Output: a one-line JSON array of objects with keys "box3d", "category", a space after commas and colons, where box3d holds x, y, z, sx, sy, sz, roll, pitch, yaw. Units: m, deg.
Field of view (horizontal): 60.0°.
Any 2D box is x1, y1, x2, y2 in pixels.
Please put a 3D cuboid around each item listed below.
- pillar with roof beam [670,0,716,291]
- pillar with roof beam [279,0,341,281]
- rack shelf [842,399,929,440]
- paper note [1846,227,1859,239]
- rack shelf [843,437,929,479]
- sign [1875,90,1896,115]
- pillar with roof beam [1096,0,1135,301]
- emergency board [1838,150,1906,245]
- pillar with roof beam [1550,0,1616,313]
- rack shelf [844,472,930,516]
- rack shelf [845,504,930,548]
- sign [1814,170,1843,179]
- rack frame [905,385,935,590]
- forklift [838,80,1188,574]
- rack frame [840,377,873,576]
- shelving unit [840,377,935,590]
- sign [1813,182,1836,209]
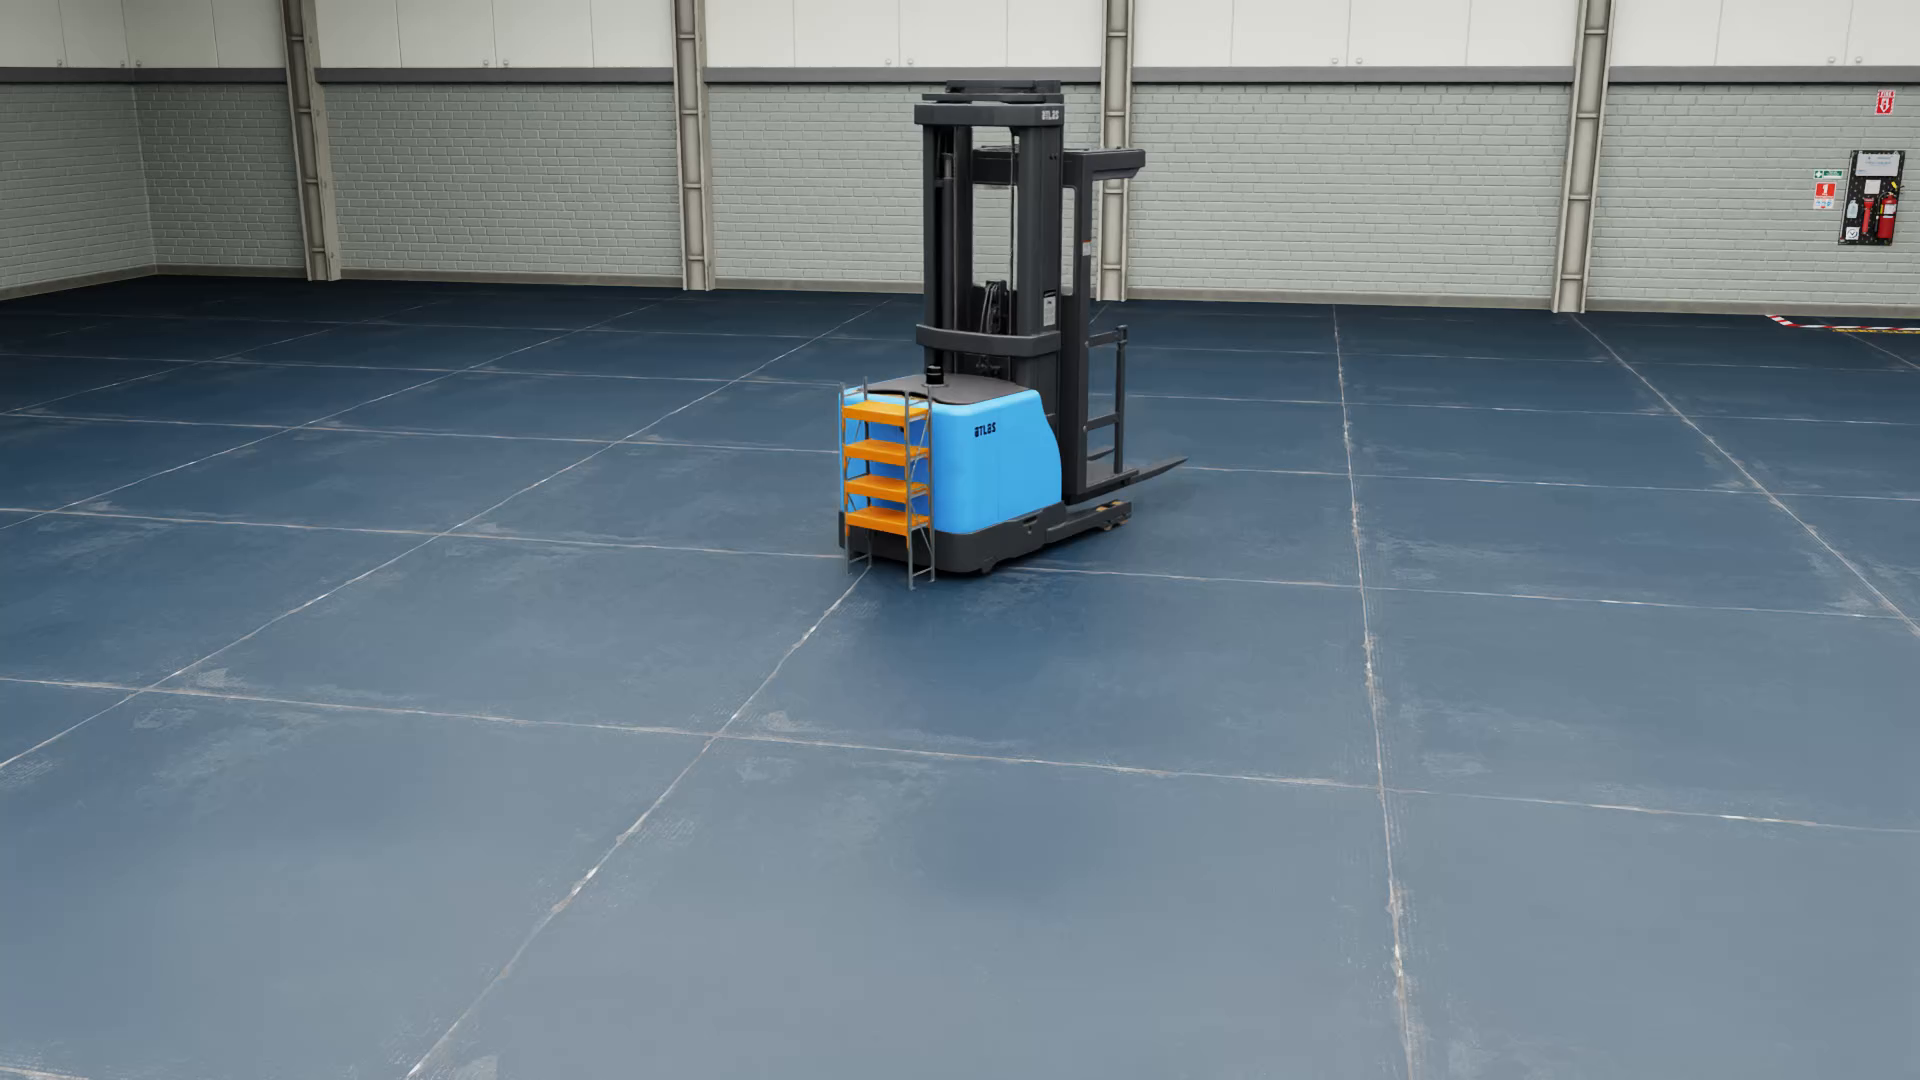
[{"box3d": [-4.641, -6.855, 18.882, 0.400, 9.000, 9.100, 3, 16, 11], "category": "pillar with roof beam"}, {"box3d": [-10.520, -7.174, 20.035, 0.400, 9.000, 9.100, 3, 16, 11], "category": "pillar with roof beam"}, {"box3d": [-0.436, -0.720, 9.861, 0.480, 0.148, 0.258, 11, 20, 35], "category": "rack shelf"}, {"box3d": [11.283, -3.877, 21.019, 0.142, 0.148, 0.016, 3, 16, 11], "category": "paper note"}, {"box3d": [-0.434, -0.493, 9.928, 0.480, 0.148, 0.258, 11, 20, 35], "category": "rack shelf"}, {"box3d": [11.454, -5.418, 20.589, 0.199, 0.298, 0.001, 3, 16, 11], "category": "sign"}, {"box3d": [1.239, -6.536, 17.730, 0.400, 9.000, 9.100, 3, 16, 11], "category": "pillar with roof beam"}, {"box3d": [11.442, -4.274, 20.803, 0.643, 1.169, 0.194, 3, 16, 11], "category": "emergency board"}, {"box3d": [7.119, -6.217, 16.578, 0.400, 9.000, 9.100, 3, 16, 11], "category": "pillar with roof beam"}, {"box3d": [-0.431, -0.278, 9.991, 0.480, 0.148, 0.258, 11, 20, 35], "category": "rack shelf"}, {"box3d": [-0.429, -0.088, 10.047, 0.480, 0.148, 0.258, 11, 20, 35], "category": "rack shelf"}, {"box3d": [10.924, -4.600, 20.921, 0.331, 0.109, 0.001, 3, 16, 11], "category": "sign"}, {"box3d": [-0.235, -0.304, 9.833, 0.015, 1.200, 0.240, 11, 20, 35], "category": "rack frame"}, {"box3d": [0.519, -1.542, 11.068, 1.130, 2.935, 3.031, 11, 19, 36], "category": "forklift"}, {"box3d": [-0.628, -0.381, 10.111, 0.015, 1.200, 0.240, 11, 20, 35], "category": "rack frame"}, {"box3d": [-0.432, -0.343, 9.972, 0.503, 1.200, 0.258, 11, 20, 35], "category": "shelving unit"}, {"box3d": [10.921, -4.348, 21.001, 0.234, 0.329, 0.001, 3, 16, 11], "category": "sign"}]
